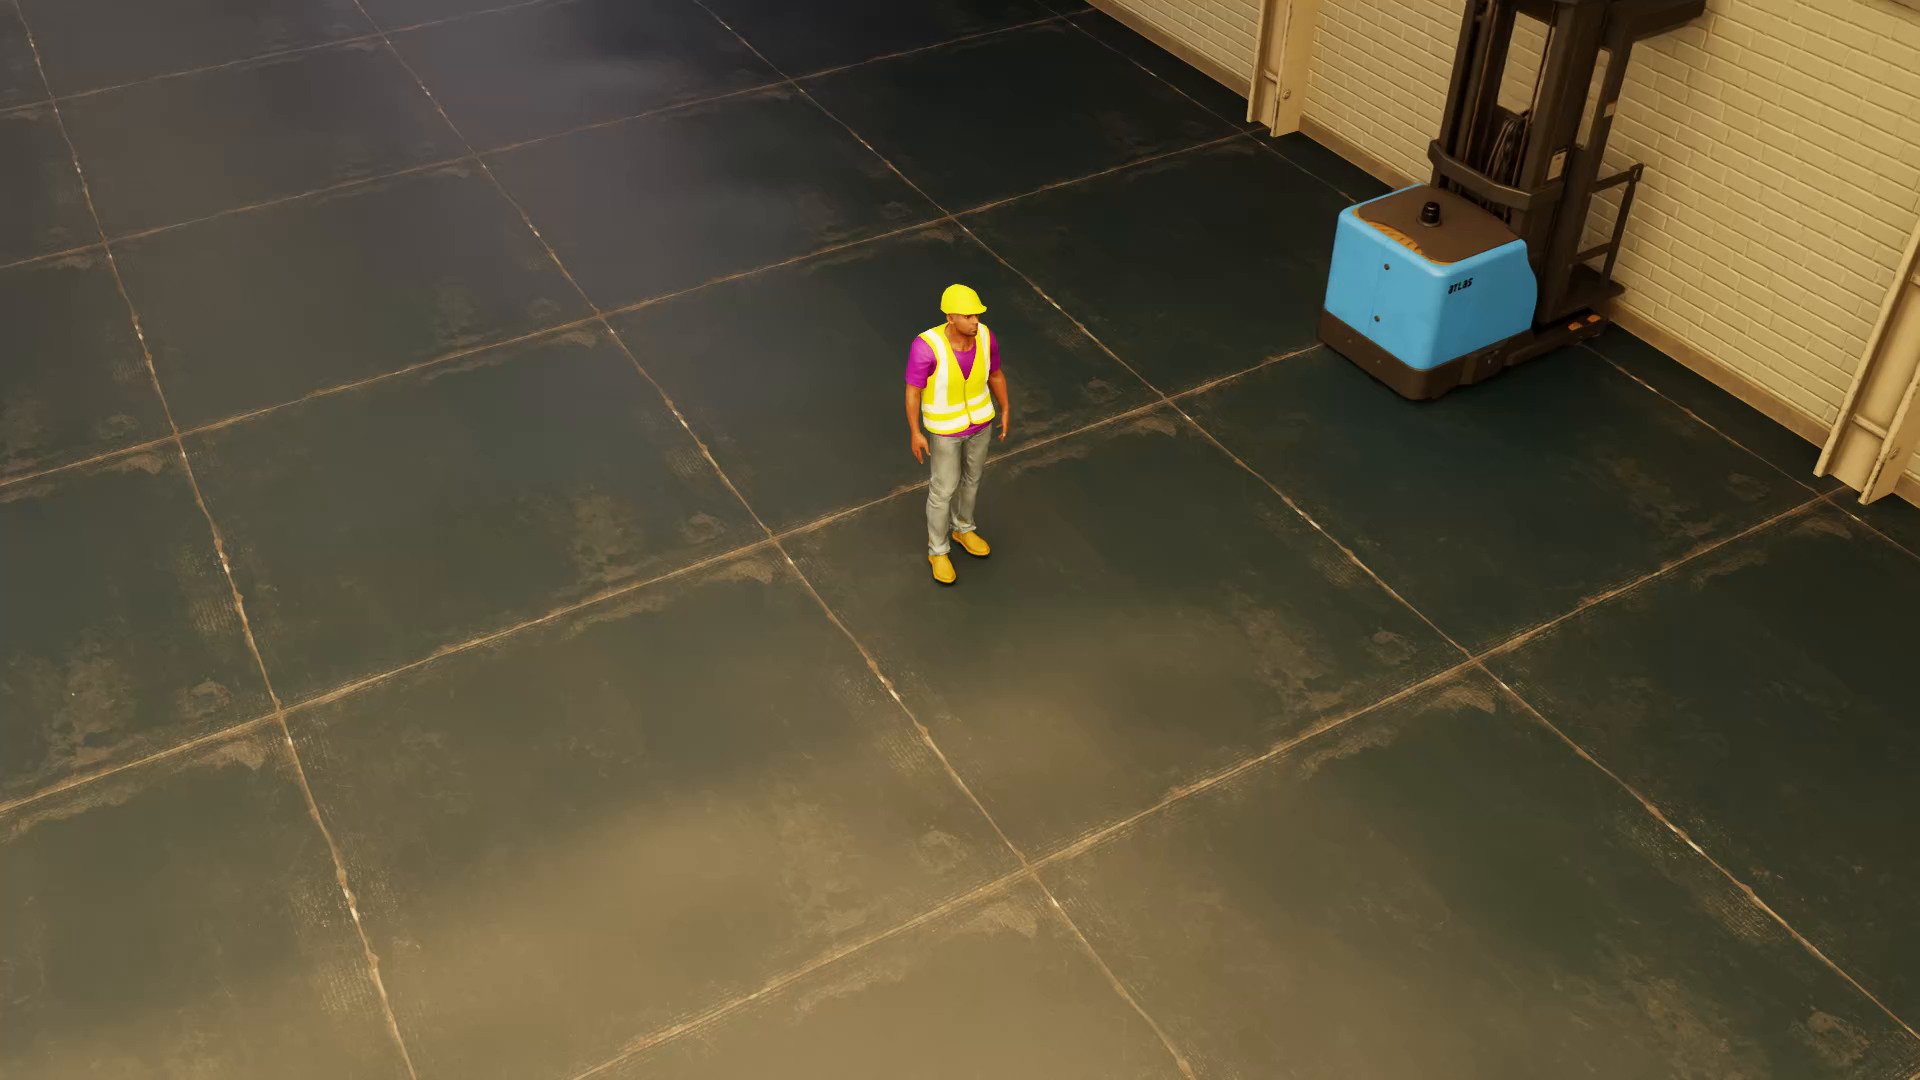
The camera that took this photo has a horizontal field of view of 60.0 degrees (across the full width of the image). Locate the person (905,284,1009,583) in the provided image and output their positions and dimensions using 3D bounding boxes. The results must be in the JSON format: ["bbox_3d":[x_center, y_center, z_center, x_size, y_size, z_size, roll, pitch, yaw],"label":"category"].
[{"bbox_3d":[0.030,-0.645,9.714,0.665,1.768,0.575,-20,44,-23],"label":"person"}]

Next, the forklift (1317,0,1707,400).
[{"bbox_3d":[4.102,-2.798,11.409,3.031,2.935,1.130,-22,44,-24],"label":"forklift"}]
